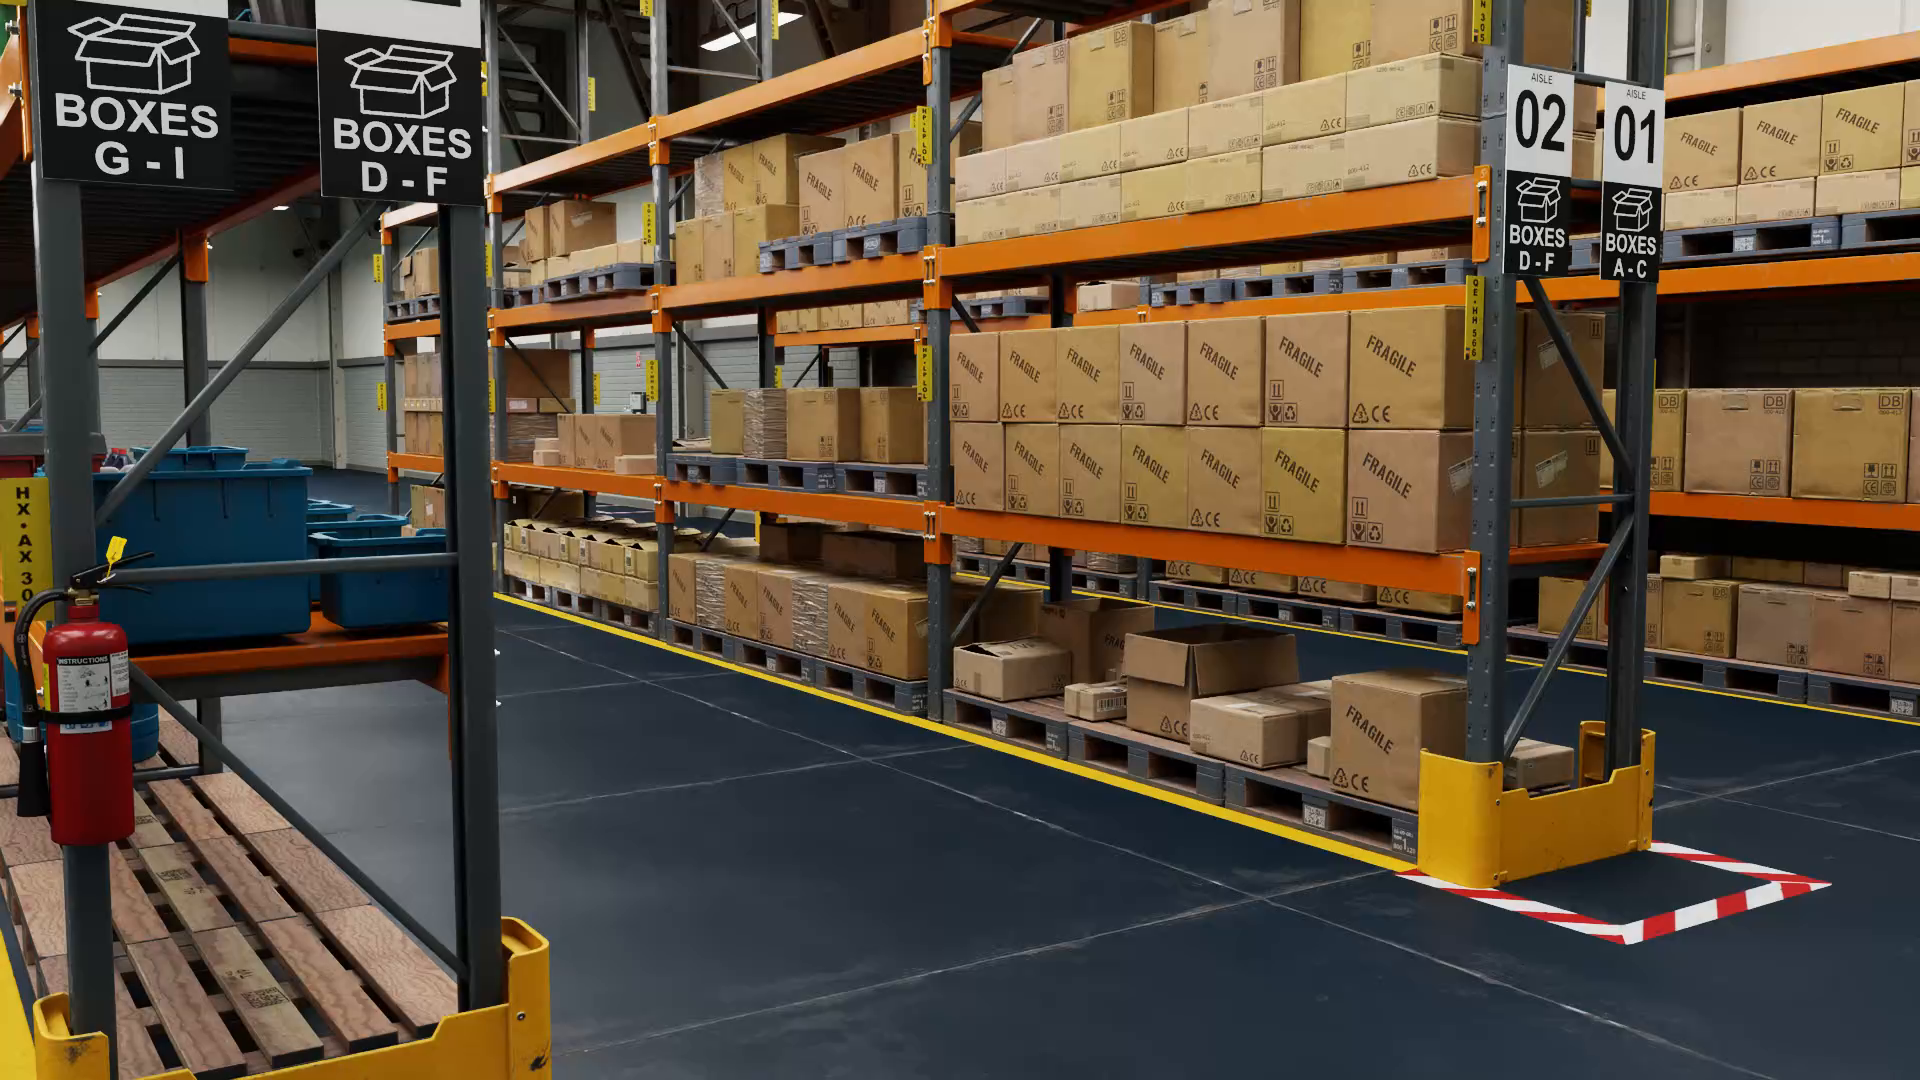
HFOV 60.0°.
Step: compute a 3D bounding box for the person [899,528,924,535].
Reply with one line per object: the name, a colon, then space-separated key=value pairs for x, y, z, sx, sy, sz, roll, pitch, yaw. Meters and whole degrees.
person: x=-0.323 y=-0.178 z=15.180 sx=0.561 sy=1.665 sz=0.471 roll=-4 pitch=6 yaw=-37
